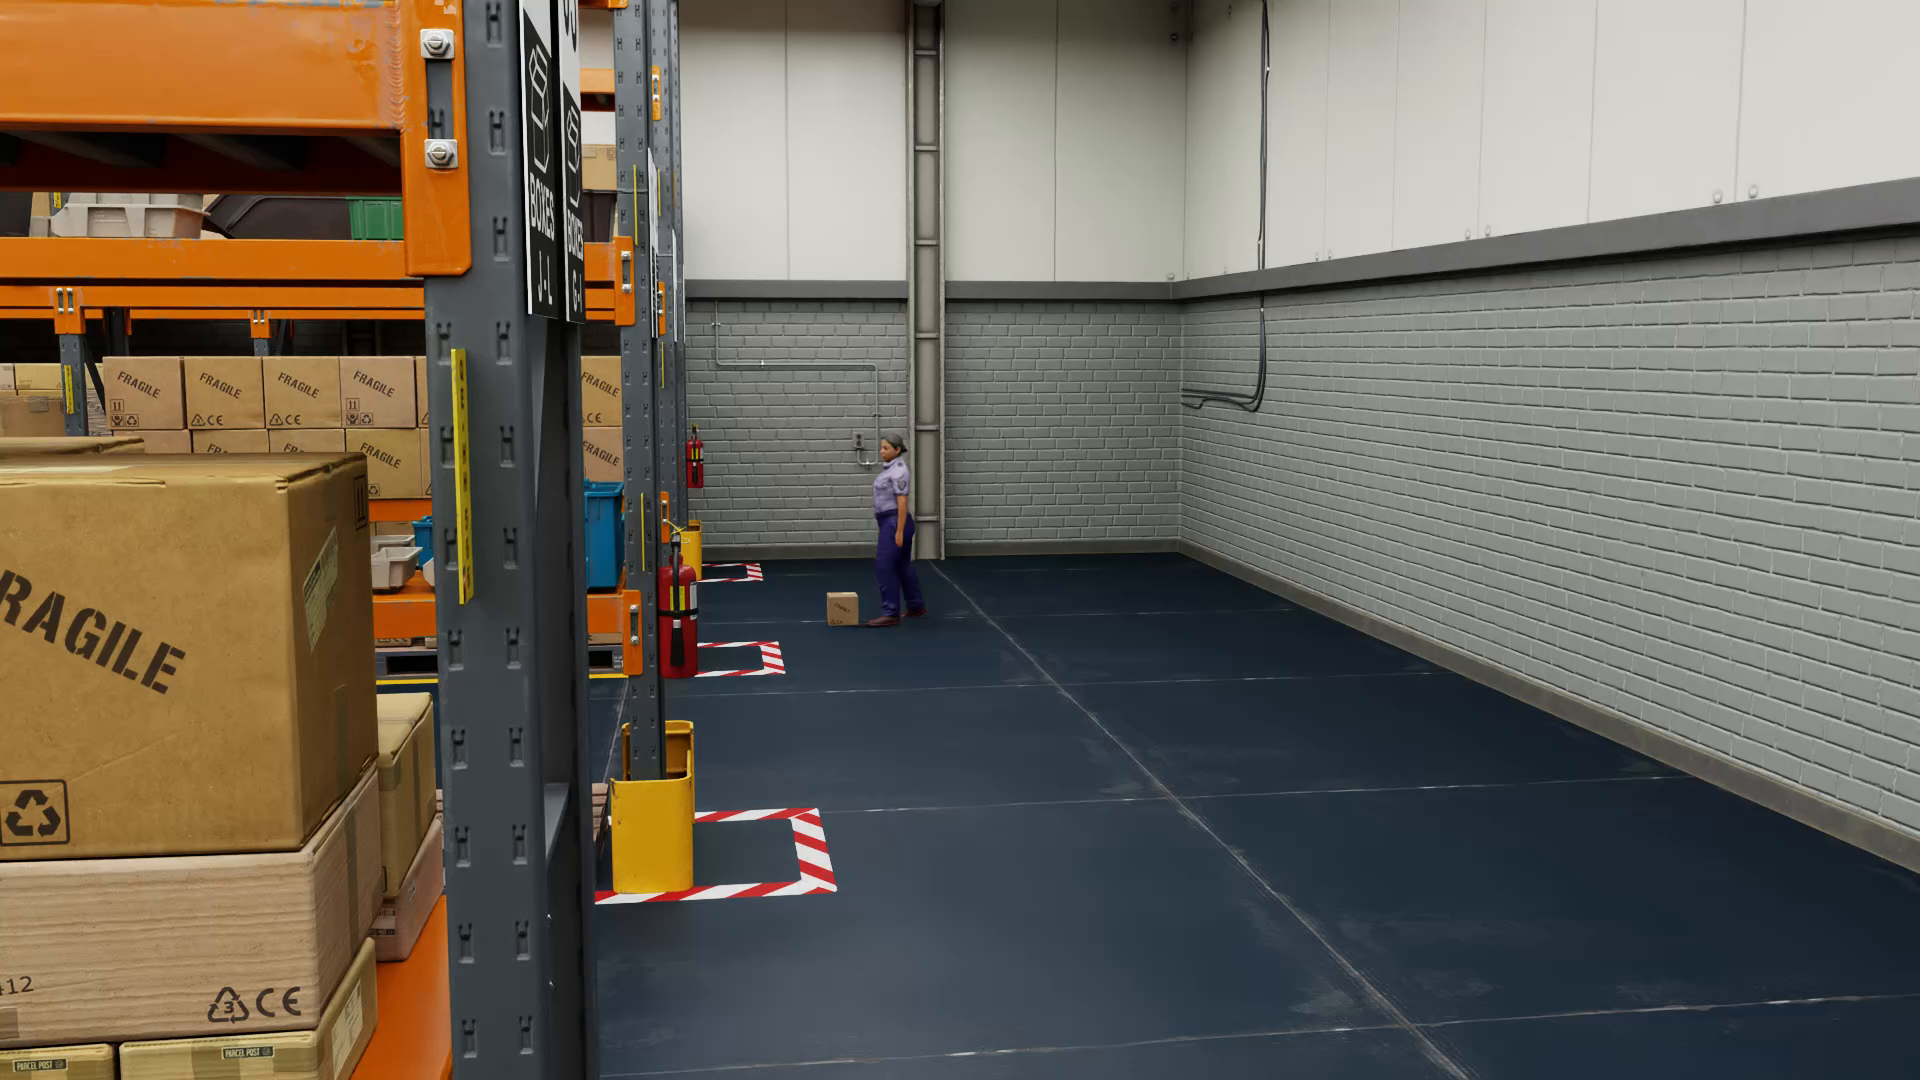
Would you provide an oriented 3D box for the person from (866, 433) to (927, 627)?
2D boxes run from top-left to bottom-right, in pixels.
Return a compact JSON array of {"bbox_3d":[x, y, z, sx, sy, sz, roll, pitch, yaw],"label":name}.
[{"bbox_3d":[-0.551,-0.090,14.342,0.572,1.669,0.578,-1,7,-9],"label":"person"}]
